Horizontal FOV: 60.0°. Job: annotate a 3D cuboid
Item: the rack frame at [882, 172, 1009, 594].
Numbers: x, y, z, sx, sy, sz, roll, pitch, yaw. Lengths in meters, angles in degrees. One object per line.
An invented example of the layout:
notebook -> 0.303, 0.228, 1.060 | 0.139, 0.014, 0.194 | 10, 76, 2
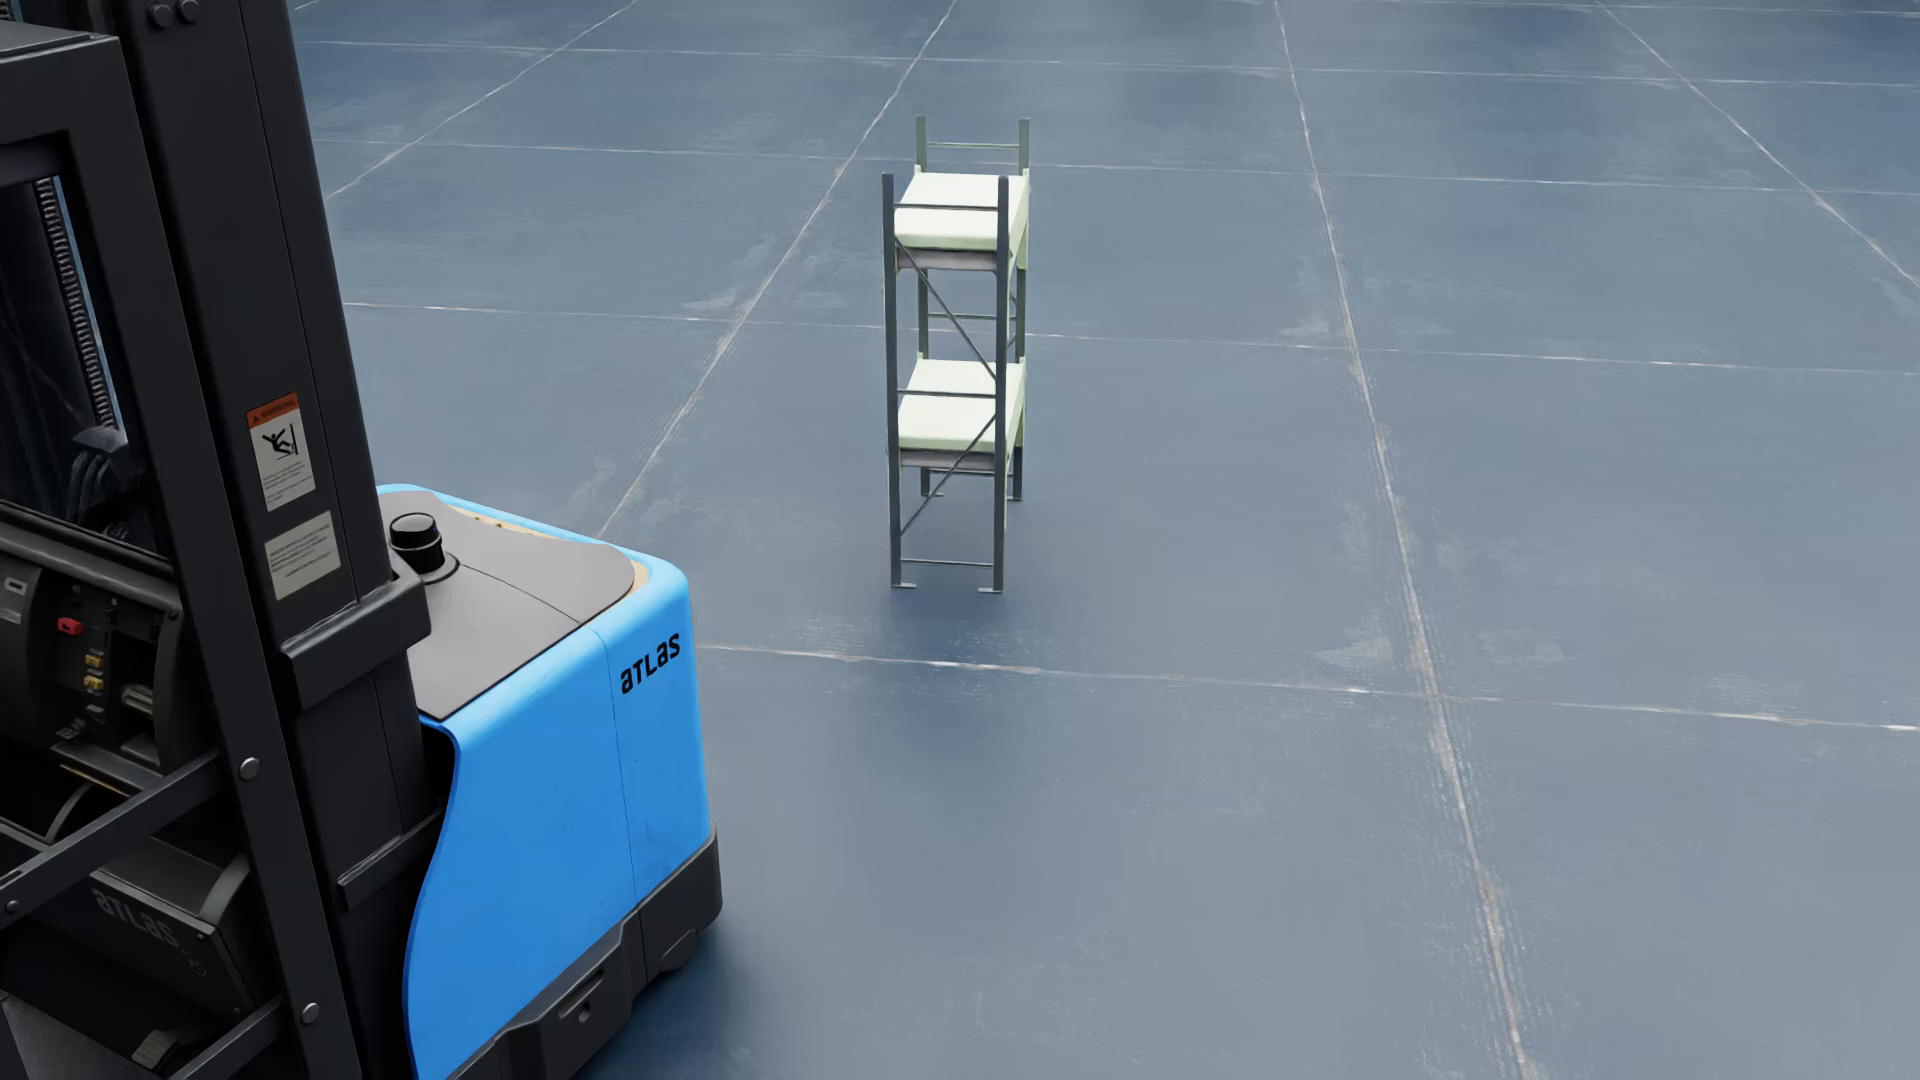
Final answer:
rack frame -> -0.046, -0.485, 5.569 | 0.400, 1.500, 0.023 | 3, 28, 6

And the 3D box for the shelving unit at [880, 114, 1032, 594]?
shelving unit -> -0.001, -0.657, 5.888 | 0.431, 1.500, 0.755 | 3, 28, 6

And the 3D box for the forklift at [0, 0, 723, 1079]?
forklift -> -1.779, 0.211, 2.769 | 1.130, 2.935, 3.031 | 15, 32, 26

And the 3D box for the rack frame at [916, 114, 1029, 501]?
rack frame -> 0.044, -0.829, 6.208 | 0.400, 1.500, 0.023 | 3, 28, 6

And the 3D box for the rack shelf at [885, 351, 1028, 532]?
rack shelf -> -0.001, -0.370, 6.043 | 0.431, 0.370, 0.720 | 3, 28, 6

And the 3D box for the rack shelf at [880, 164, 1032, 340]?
rack shelf -> -0.001, -1.001, 5.703 | 0.431, 0.370, 0.720 | 3, 28, 6
